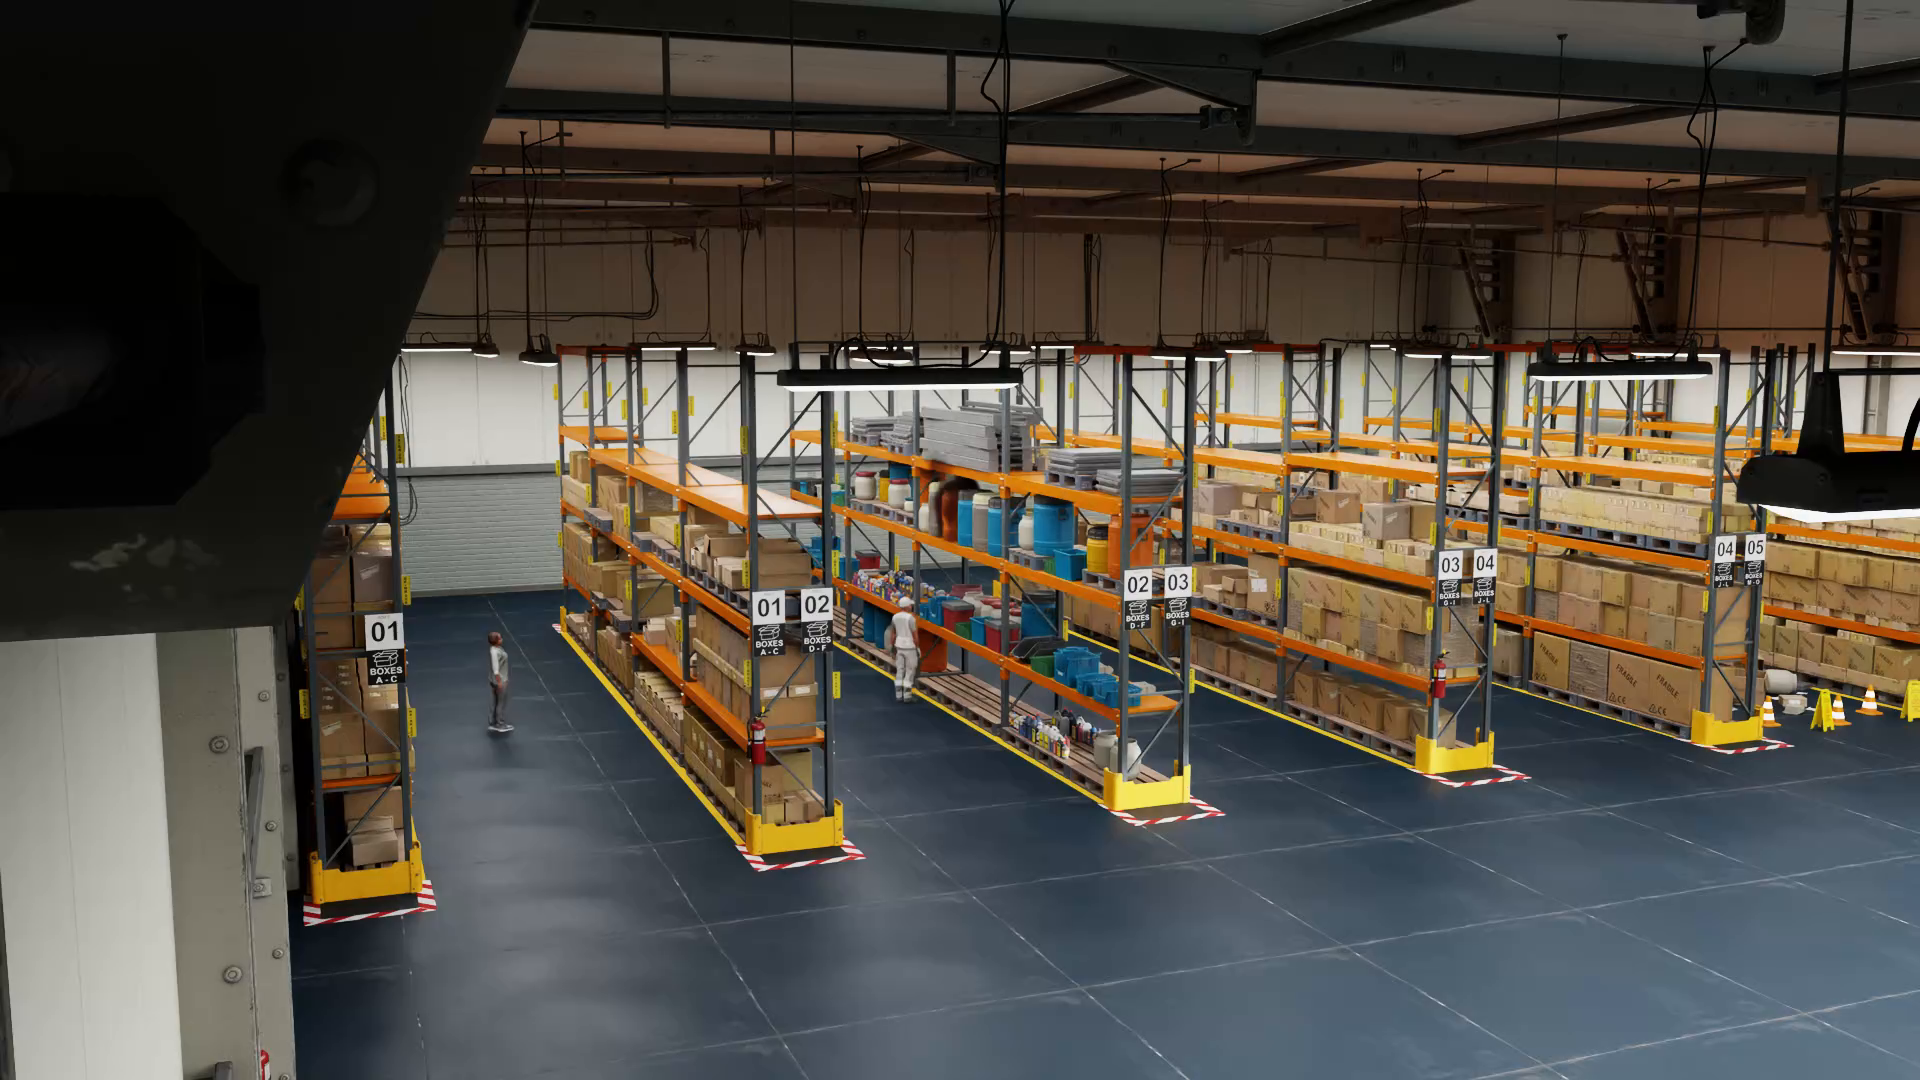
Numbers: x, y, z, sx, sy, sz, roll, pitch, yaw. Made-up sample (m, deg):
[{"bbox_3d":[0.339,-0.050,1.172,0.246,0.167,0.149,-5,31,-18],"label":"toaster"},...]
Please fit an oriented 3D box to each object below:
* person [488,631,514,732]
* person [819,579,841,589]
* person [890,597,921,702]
[{"bbox_3d":[-7.224,2.226,26.152,0.381,1.613,0.455,-5,9,-33],"label":"person"},{"bbox_3d":[-3.137,0.450,39.974,0.561,1.588,0.983,4,8,28],"label":"person"},{"bbox_3d":[-0.929,1.847,28.206,0.656,1.800,0.324,6,10,41],"label":"person"}]
